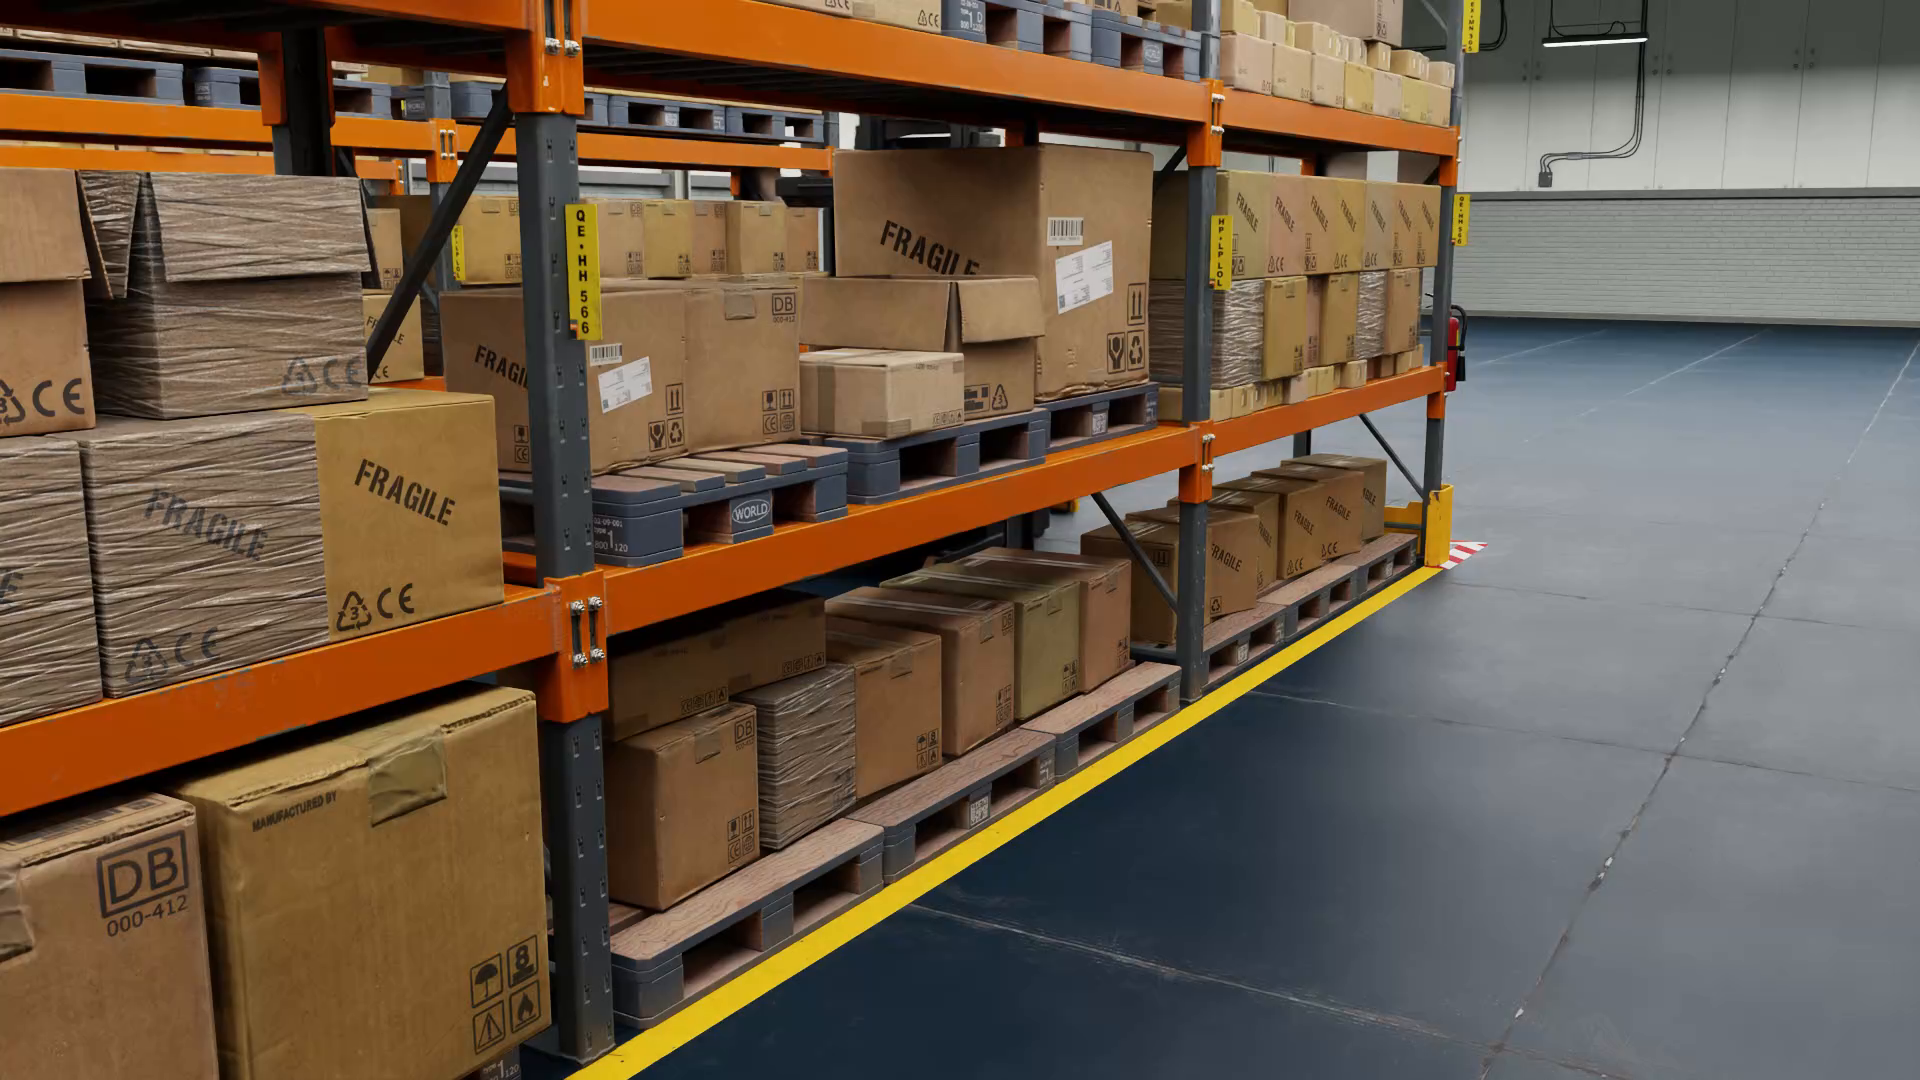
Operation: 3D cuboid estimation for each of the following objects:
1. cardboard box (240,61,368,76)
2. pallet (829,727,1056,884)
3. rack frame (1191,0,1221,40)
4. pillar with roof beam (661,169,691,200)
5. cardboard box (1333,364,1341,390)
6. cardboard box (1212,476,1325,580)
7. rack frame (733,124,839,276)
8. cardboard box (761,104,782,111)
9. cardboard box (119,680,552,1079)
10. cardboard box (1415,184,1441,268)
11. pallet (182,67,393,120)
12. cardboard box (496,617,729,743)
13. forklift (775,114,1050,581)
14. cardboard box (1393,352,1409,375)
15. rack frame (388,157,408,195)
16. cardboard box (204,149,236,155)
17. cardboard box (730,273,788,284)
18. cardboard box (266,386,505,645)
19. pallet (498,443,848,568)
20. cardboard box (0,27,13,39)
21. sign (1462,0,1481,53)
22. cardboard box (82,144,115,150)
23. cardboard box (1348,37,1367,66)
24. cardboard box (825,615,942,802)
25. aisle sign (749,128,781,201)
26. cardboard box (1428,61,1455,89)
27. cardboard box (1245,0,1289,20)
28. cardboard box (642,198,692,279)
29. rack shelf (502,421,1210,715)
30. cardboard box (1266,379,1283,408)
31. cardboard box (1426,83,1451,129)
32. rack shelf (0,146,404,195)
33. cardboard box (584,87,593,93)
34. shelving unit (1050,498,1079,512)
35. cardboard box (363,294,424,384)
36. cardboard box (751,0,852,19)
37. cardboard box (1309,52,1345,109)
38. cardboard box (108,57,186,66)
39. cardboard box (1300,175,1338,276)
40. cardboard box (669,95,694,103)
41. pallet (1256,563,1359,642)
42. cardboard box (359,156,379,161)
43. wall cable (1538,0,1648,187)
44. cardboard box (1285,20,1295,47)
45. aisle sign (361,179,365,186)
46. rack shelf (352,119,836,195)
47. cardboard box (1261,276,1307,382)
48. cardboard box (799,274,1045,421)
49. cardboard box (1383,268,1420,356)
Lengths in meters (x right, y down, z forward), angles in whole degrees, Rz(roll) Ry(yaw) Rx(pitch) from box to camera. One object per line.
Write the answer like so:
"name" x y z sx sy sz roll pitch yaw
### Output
"cardboard box" -3.731 -2.782 9.420 0.500 0.250 0.500 7 12 31
"pallet" -0.349 0.924 6.362 1.003 0.211 1.213 6 12 31
"rack frame" 0.686 -3.711 7.237 1.000 3.000 0.127 6 12 31
"pillar with roof beam" -1.173 -7.213 25.944 9.100 9.000 0.400 6 12 31
"cardboard box" 1.913 -0.925 9.340 0.380 0.149 0.250 6 12 31
"cardboard box" 1.802 -0.079 9.789 0.500 0.500 0.500 8 13 36
"rack frame" -1.424 -1.881 13.766 1.000 3.000 0.127 6 12 31
"cardboard box" -1.571 -3.323 12.585 0.380 0.149 0.250 7 12 32
"cardboard box" -1.767 0.811 4.017 1.225 0.875 0.875 6 12 28
"cardboard box" 2.689 -1.968 10.433 0.500 0.500 0.500 6 12 31
"pallet" -3.934 -2.484 9.351 0.805 0.209 1.217 6 12 28
"cardboard box" -1.068 0.402 5.128 0.500 0.250 0.500 7 13 33
"forklift" -0.476 -1.270 10.689 1.130 2.935 3.031 5 12 27
"cardboard box" 2.575 -1.120 10.382 0.380 0.149 0.250 6 12 31
"rack frame" -5.707 -2.338 16.207 1.000 3.000 0.127 6 12 31
"cardboard box" -6.412 -3.360 14.198 0.380 0.149 0.250 6 12 30
"cardboard box" -1.845 -1.804 12.944 0.875 0.550 0.550 6 12 31
"cardboard box" -1.435 -0.081 3.879 0.500 0.500 0.500 7 13 32
"pallet" -1.112 -0.161 5.100 1.213 0.211 1.003 6 12 31
"cardboard box" -4.753 -2.451 7.652 0.500 0.250 0.500 7 13 32
"sign" 3.227 -3.245 10.492 0.100 0.325 0.005 6 12 31
"cardboard box" -7.030 -3.207 13.376 0.380 0.149 0.250 7 13 32
"cardboard box" 2.022 -2.672 9.162 0.380 0.149 0.250 6 12 28
"cardboard box" -0.494 0.594 6.144 0.700 0.500 0.500 8 13 35
"aisle sign" -1.643 -3.199 13.739 0.394 0.787 0.004 6 12 31
"cardboard box" 2.885 -2.915 10.458 0.380 0.149 0.250 6 12 31
"cardboard box" 1.761 -3.099 9.682 0.500 0.500 0.500 6 12 30
"cardboard box" -2.427 -2.165 11.939 0.875 0.550 0.500 6 12 31
"rack shelf" -0.352 -0.094 6.175 1.077 0.370 4.000 6 12 31
"cardboard box" 1.424 -0.764 8.482 0.380 0.149 0.250 6 12 31
"cardboard box" 2.730 -2.692 10.353 0.500 0.250 0.500 7 13 32
"rack shelf" -6.745 -3.144 14.317 1.077 0.370 4.000 6 12 31
"cardboard box" -2.627 -3.003 10.875 0.380 0.149 0.250 6 12 30
"shelving unit" 0.433 -0.906 12.634 0.587 1.500 1.083 5 12 27
"cardboard box" -3.543 -1.194 9.821 0.500 0.500 0.500 6 12 30
"cardboard box" -0.662 -1.664 4.863 0.500 0.250 0.500 7 13 32
"cardboard box" 1.676 -2.370 8.633 0.500 0.250 0.500 6 12 28
"cardboard box" -4.450 -2.663 9.060 0.380 0.149 0.250 6 12 31
"cardboard box" 1.655 -1.653 8.749 0.500 0.500 0.500 6 12 31
"cardboard box" -2.099 -3.163 11.732 0.380 0.149 0.250 7 12 31
"pallet" 1.637 0.307 9.657 1.003 0.211 1.213 6 12 31
"cardboard box" -5.653 -3.606 15.511 0.380 0.149 0.250 6 12 31
"wall cable" 15.258 -11.554 39.891 2.305 6.003 0.169 6 12 31
"cardboard box" 1.448 -2.512 8.310 0.380 0.149 0.250 7 13 32
"aisle sign" -5.940 -3.655 16.178 0.394 0.787 0.004 6 12 31
"rack shelf" -2.462 -2.687 11.876 1.077 0.370 4.000 6 12 31
"cardboard box" 1.262 -1.098 8.501 0.875 0.500 0.500 6 12 31
"cardboard box" -0.135 -0.738 6.238 0.797 0.503 0.637 8 13 36
"cardboard box" 2.297 -1.413 10.184 0.875 0.500 0.500 6 12 31
